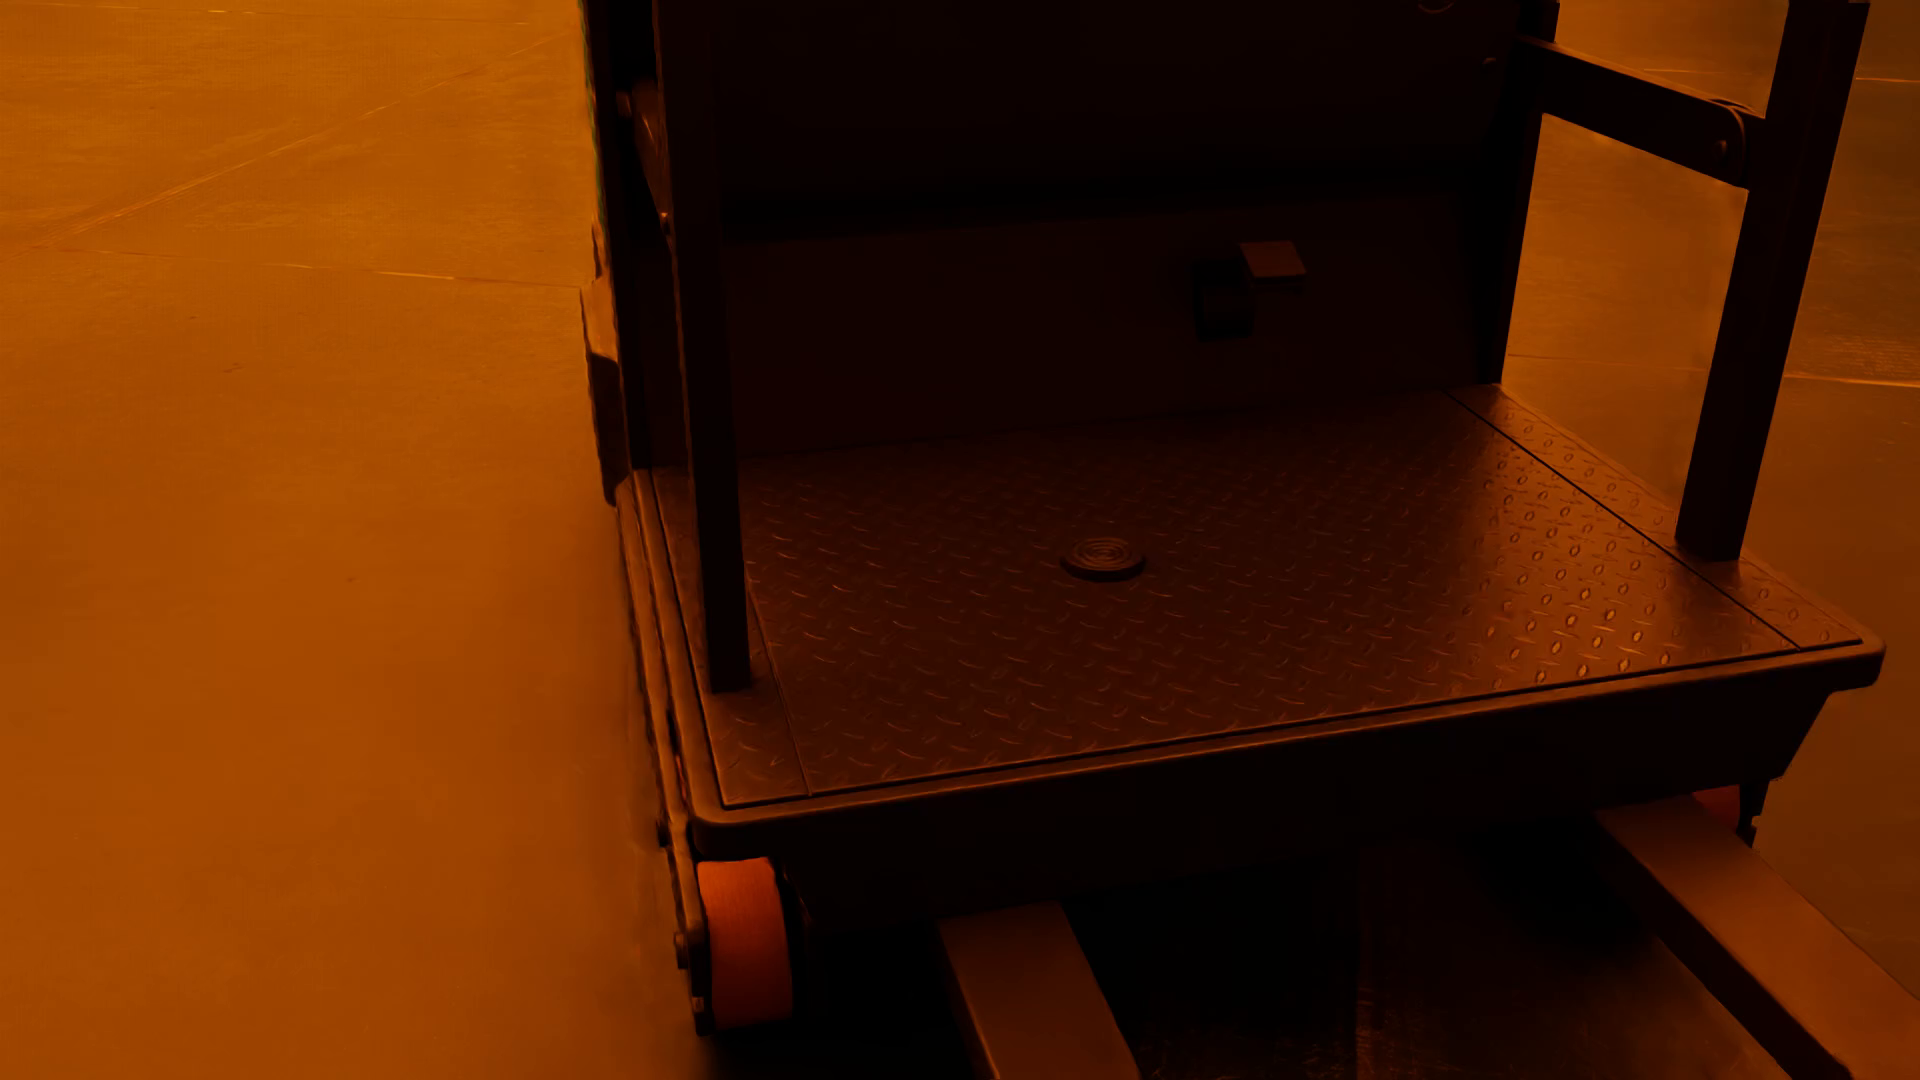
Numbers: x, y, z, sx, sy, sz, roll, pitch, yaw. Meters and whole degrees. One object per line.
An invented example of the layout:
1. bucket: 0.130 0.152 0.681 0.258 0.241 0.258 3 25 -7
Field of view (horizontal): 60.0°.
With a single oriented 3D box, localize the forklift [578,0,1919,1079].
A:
1. forklift: 0.208 -1.037 1.302 1.130 2.935 3.031 -7 28 -13
